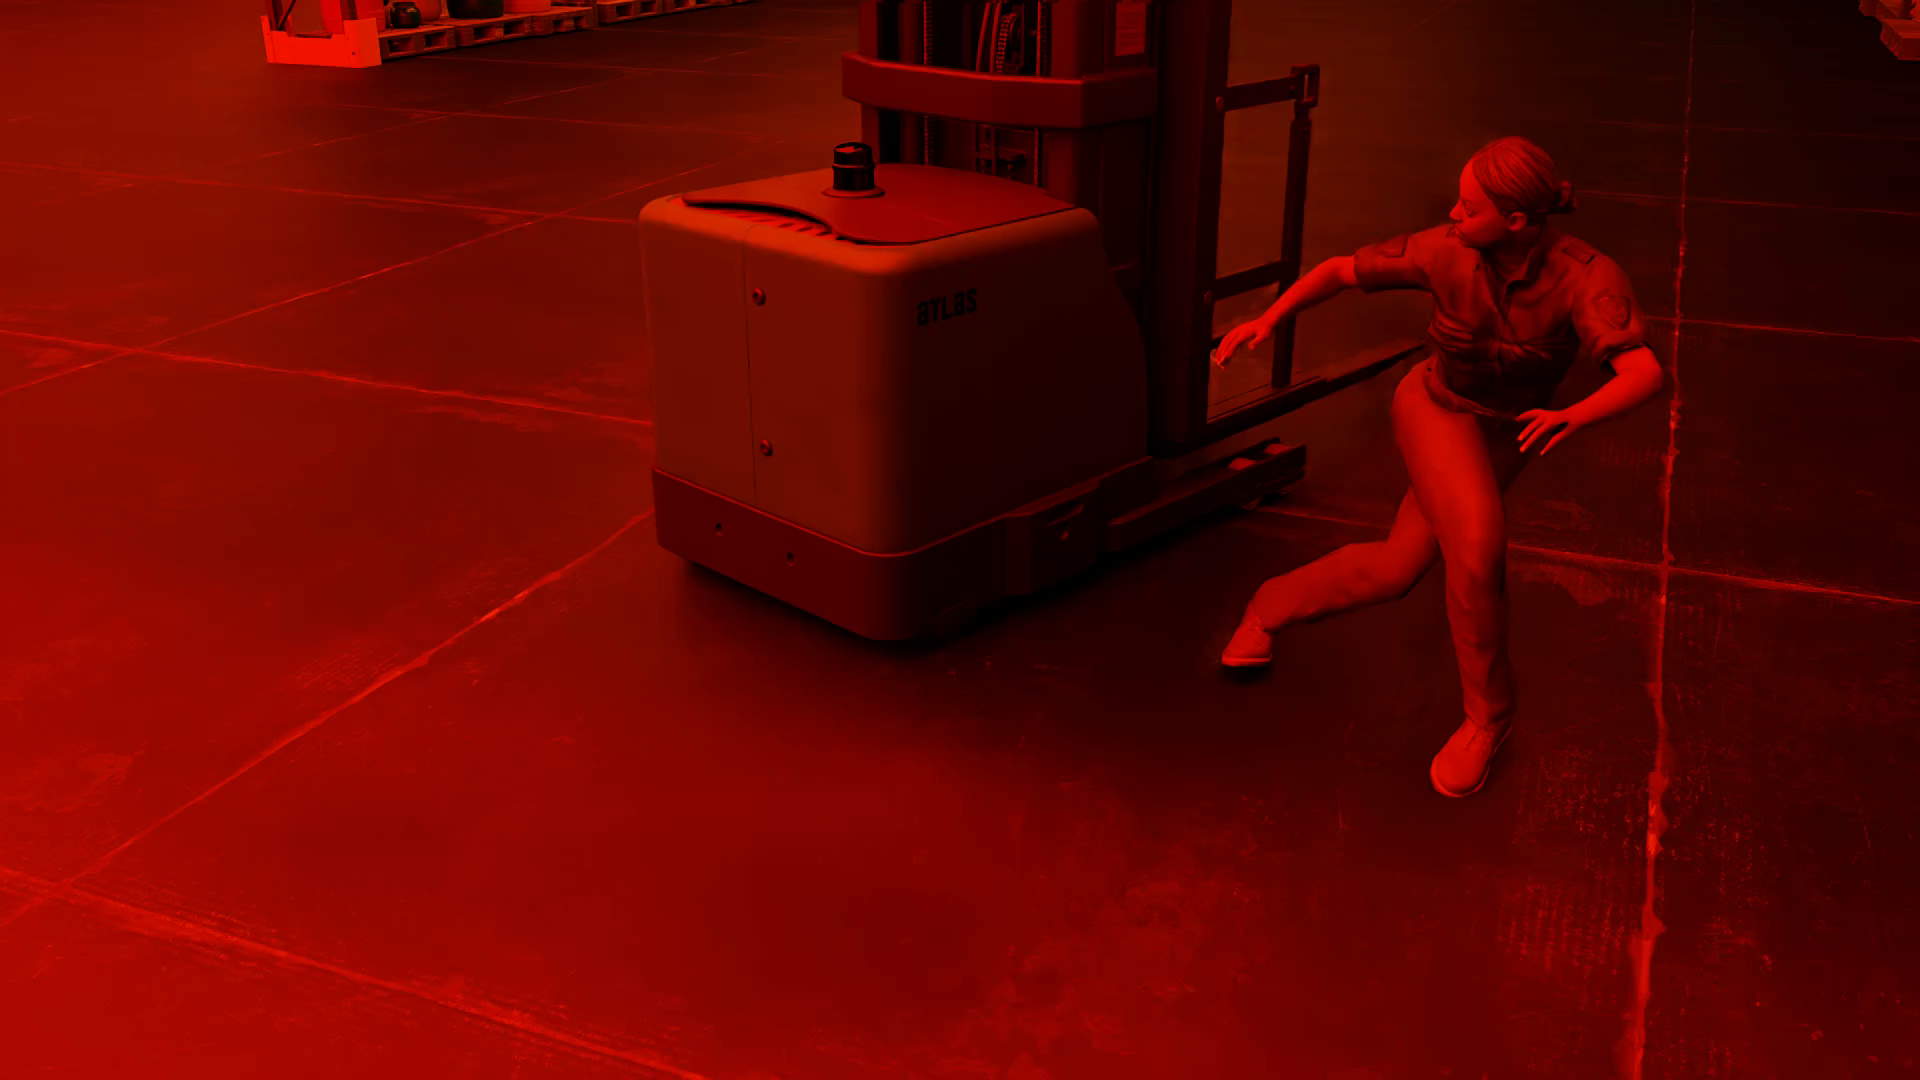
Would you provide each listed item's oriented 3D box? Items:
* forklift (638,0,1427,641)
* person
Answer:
[{"bbox_3d":[0.489,-1.570,5.048,1.130,2.935,3.031,20,30,40],"label":"forklift"},{"bbox_3d":[1.002,-0.176,3.696,0.886,1.438,0.987,3,23,6],"label":"person"}]
